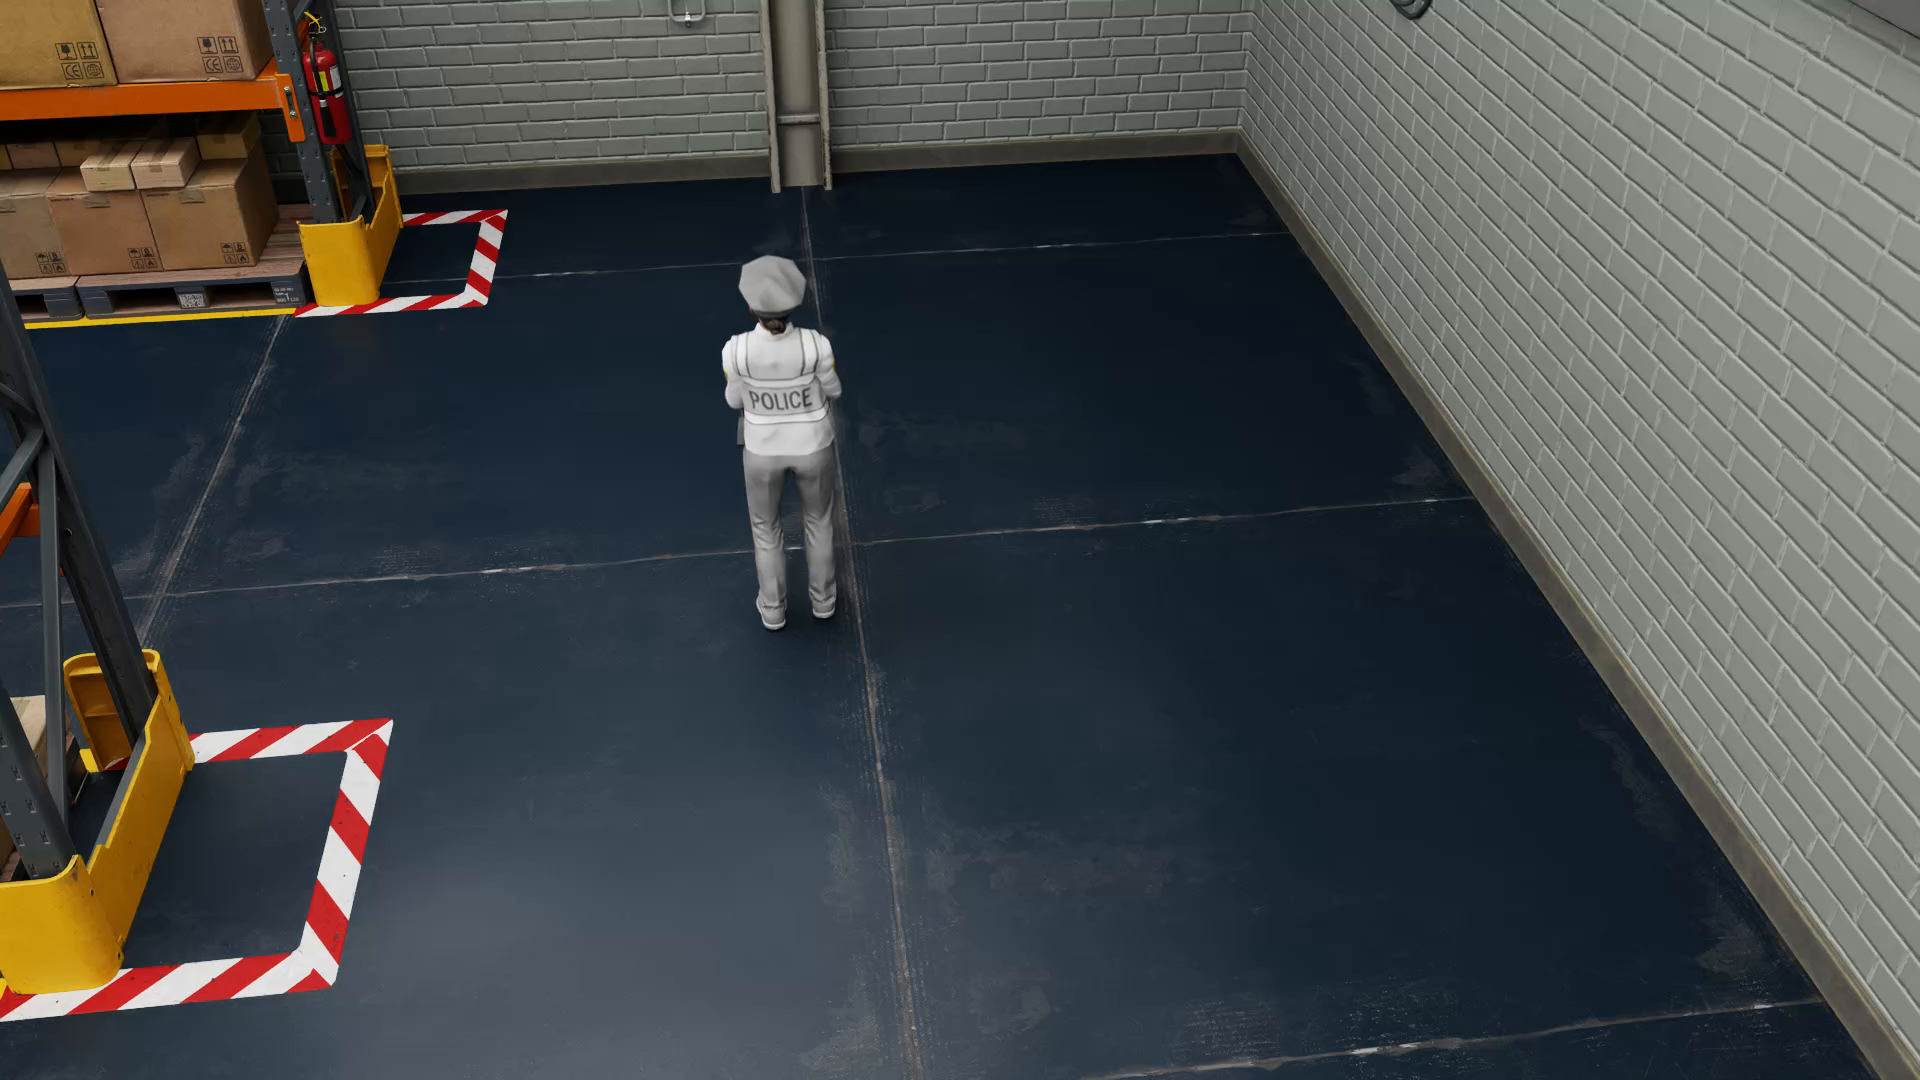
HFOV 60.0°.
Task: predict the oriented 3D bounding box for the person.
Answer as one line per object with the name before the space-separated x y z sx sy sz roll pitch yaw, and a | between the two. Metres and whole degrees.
person | -0.698 -0.405 6.702 0.459 1.686 0.556 -4 35 -6
